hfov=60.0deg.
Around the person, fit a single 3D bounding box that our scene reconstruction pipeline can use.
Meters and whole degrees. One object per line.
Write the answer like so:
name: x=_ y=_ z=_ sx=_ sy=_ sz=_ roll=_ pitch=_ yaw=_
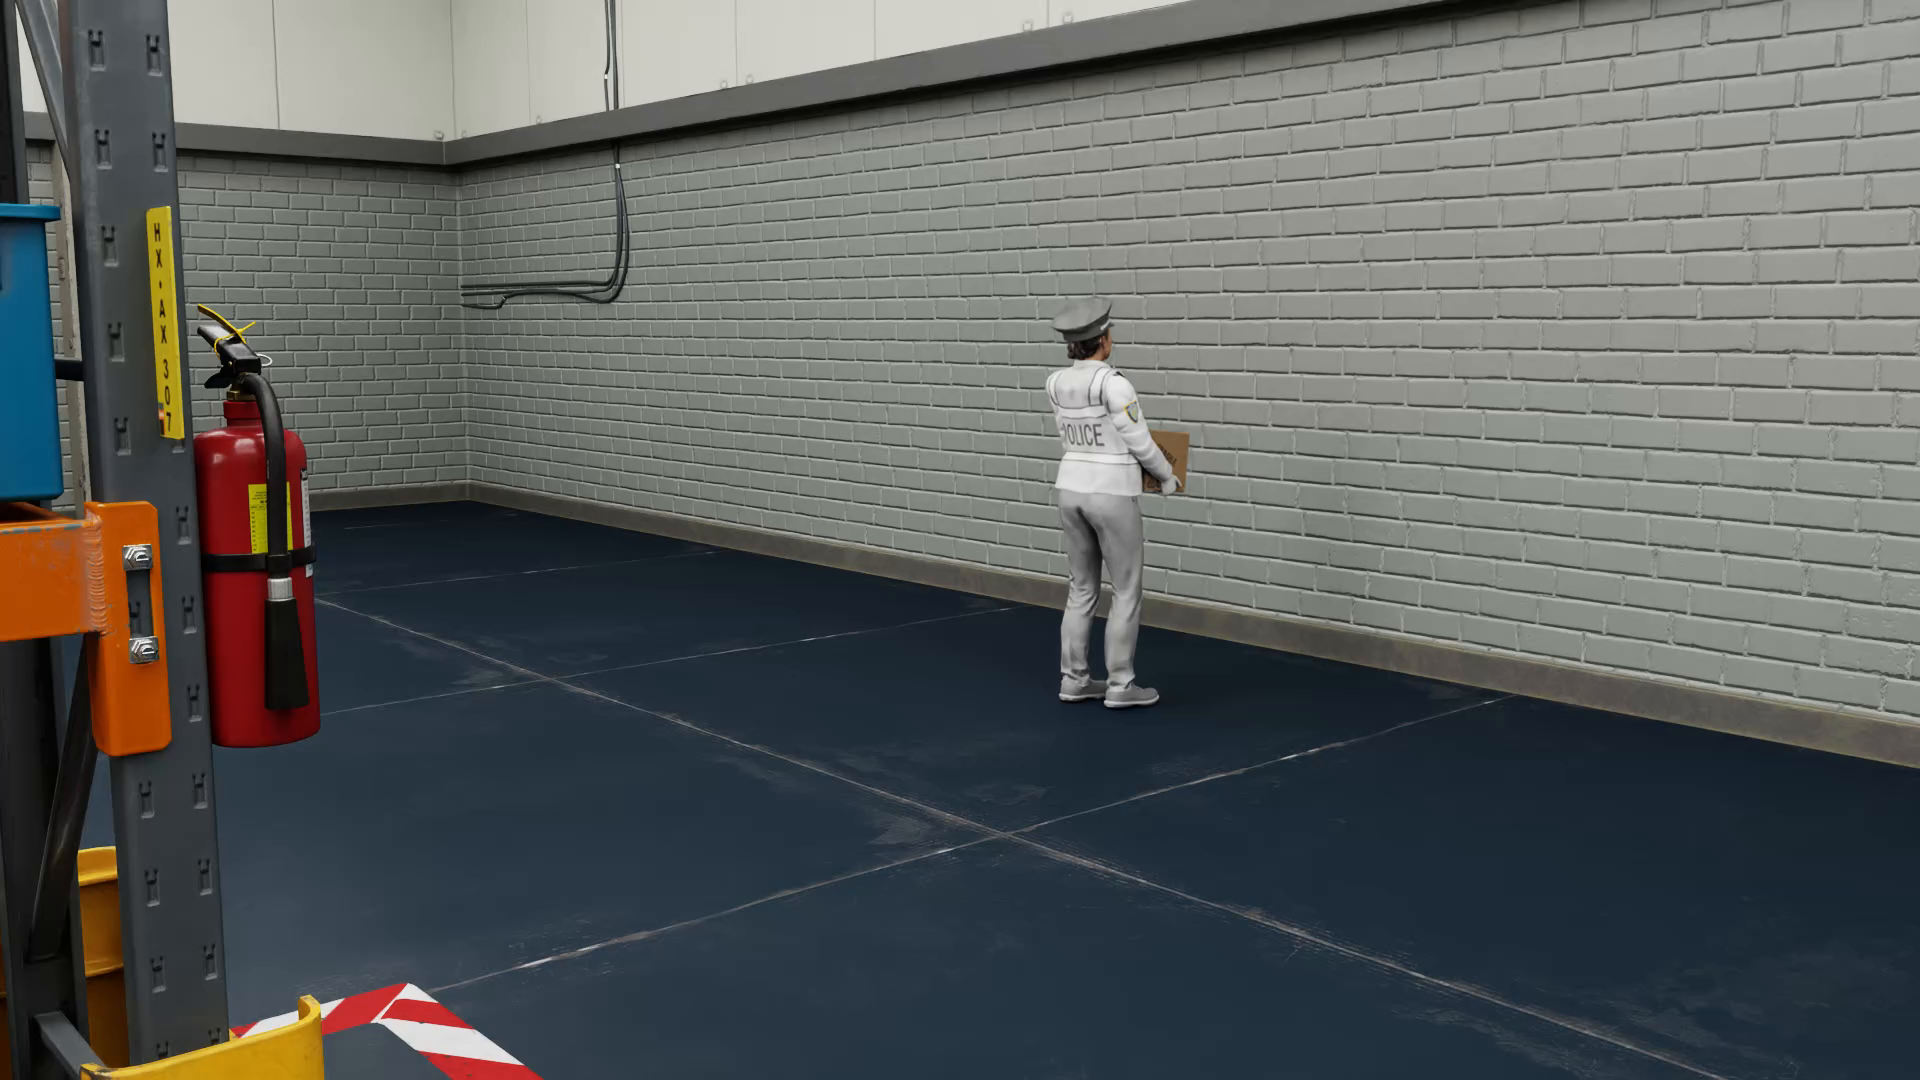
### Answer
person: x=0.625 y=-0.157 z=6.876 sx=0.555 sy=1.687 sz=0.453 roll=-7 pitch=10 yaw=-41
